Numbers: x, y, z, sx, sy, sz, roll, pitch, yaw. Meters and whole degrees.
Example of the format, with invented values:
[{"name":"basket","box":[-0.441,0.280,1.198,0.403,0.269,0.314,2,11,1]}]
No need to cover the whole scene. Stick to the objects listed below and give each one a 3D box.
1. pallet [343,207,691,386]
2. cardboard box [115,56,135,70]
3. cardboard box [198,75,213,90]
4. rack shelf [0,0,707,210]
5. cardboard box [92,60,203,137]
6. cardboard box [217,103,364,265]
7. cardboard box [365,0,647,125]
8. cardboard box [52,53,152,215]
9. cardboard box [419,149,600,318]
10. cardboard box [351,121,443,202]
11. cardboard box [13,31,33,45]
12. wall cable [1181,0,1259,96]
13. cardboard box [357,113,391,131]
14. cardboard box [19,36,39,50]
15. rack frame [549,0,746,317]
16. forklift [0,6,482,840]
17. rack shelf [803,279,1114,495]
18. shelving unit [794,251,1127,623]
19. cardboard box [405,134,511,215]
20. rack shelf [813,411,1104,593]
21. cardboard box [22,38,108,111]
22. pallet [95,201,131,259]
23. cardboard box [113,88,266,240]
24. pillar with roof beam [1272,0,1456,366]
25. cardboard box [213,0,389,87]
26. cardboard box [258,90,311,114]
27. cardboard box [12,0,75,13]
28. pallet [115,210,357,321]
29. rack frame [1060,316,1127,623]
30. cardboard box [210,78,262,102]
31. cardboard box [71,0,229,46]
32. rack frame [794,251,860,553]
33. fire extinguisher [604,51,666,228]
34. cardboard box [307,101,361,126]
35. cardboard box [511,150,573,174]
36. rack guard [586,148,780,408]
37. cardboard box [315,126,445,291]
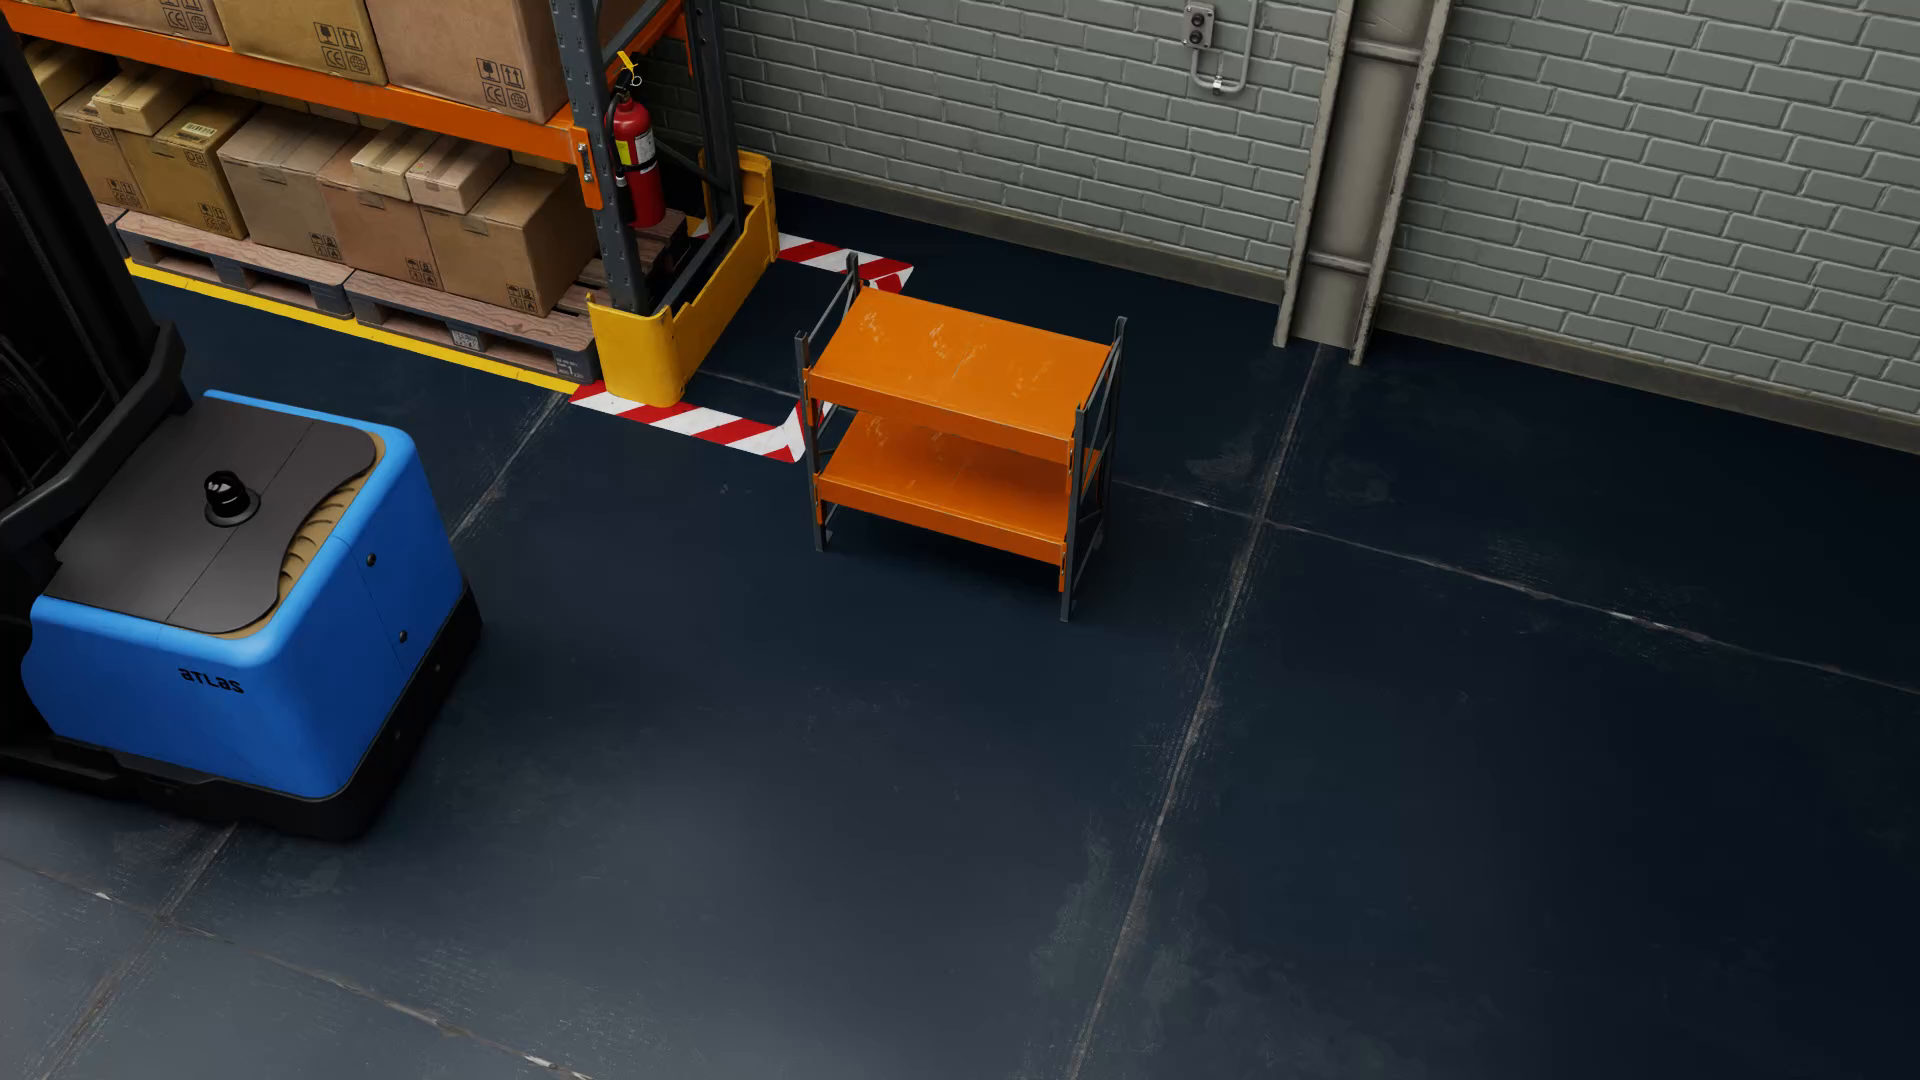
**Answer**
[{"name":"pallet","box":[-1.987,-1.238,7.550,1.213,0.211,1.003,16,51,13]},{"name":"cardboard box","box":[-3.621,-2.282,7.556,0.250,0.149,0.380,14,51,12]},{"name":"cardboard box","box":[-3.384,-2.215,7.498,0.250,0.149,0.380,16,51,14]},{"name":"rack shelf","box":[-3.086,-2.286,7.089,4.000,0.370,1.077,16,51,13]},{"name":"cardboard box","box":[-3.548,-1.952,7.271,0.250,0.149,0.380,14,51,12]},{"name":"cardboard box","box":[-2.843,-1.691,7.474,0.500,0.500,0.700,14,51,12]},{"name":"cardboard box","box":[-1.692,-2.222,6.359,0.700,0.700,0.980,18,51,15]},{"name":"cardboard box","box":[-3.826,-1.962,7.708,0.500,0.500,0.700,15,51,13]},{"name":"cardboard box","box":[-1.901,-1.429,7.246,0.500,0.500,0.700,16,51,13]},{"name":"cardboard box","box":[-2.325,-1.612,6.976,0.250,0.149,0.380,17,51,14]},{"name":"cardboard box","box":[-4.363,-2.487,7.734,0.250,0.149,0.380,15,51,13]},{"name":"wall cable","box":[0.319,-2.666,6.270,1.851,1.984,0.084,16,51,13]},{"name":"cardboard box","box":[-2.425,-1.948,7.267,0.250,0.149,0.380,16,51,13]},{"name":"cardboard box","box":[-4.296,-2.096,7.824,0.500,0.500,0.700,16,51,14]},{"name":"rack frame","box":[-1.210,-1.998,6.363,0.127,3.000,1.000,16,51,13]},{"name":"forklift","box":[-3.368,-0.561,5.163,3.031,2.935,1.130,12,50,10]},{"name":"rack shelf","box":[0.006,-0.558,5.969,1.000,0.278,0.538,16,51,13]},{"name":"shelving unit","box":[0.006,-0.367,6.190,1.048,1.125,0.538,16,51,13]},{"name":"cardboard box","box":[-2.085,-1.546,6.918,0.250,0.149,0.380,15,51,13]},{"name":"rack shelf","box":[0.006,-0.207,6.375,1.000,0.278,0.538,16,51,13]},{"name":"cardboard box","box":[-4.038,-2.089,7.389,0.250,0.149,0.380,17,51,14]},{"name":"pallet","box":[-4.276,-1.877,8.104,1.213,0.211,1.003,16,51,13]},{"name":"cardboard box","box":[-3.345,-1.826,7.590,0.500,0.500,0.700,17,51,14]},{"name":"pillar with roof beam","box":[0.131,-0.817,1.370,0.400,9.000,9.100,16,51,13]},{"name":"cardboard box","box":[-2.378,-2.405,6.518,0.700,0.700,0.980,15,51,13]},{"name":"cardboard box","box":[-2.905,-2.081,7.382,0.250,0.149,0.380,16,51,13]},{"name":"cardboard box","box":[-3.776,-2.795,6.855,0.700,0.700,0.980,14,51,12]},{"name":"pallet","box":[-3.128,-1.559,7.828,1.213,0.211,1.003,16,51,13]},{"name":"rack frame","box":[0.483,-0.234,6.075,0.032,1.125,0.500,16,51,13]},{"name":"cardboard box","box":[-3.142,-2.148,7.440,0.250,0.149,0.380,15,51,12]},{"name":"cardboard box","box":[-3.090,-2.611,6.696,0.700,0.700,0.980,13,50,11]},{"name":"rack frame","box":[-0.471,-0.500,6.305,0.032,1.125,0.500,16,51,13]},{"name":"fire extinguisher","box":[-1.228,-1.484,6.215,0.183,0.674,0.296,16,51,13]},{"name":"cardboard box","box":[-2.664,-2.015,7.325,0.250,0.149,0.380,16,51,14]},{"name":"cardboard box","box":[-1.715,-1.750,7.096,0.250,0.149,0.380,16,51,13]},{"name":"rack guard","box":[-1.187,-1.173,7.302,0.348,0.500,1.175,16,51,13]},{"name":"cardboard box","box":[-2.371,-1.560,7.360,0.500,0.500,0.700,15,51,13]}]
